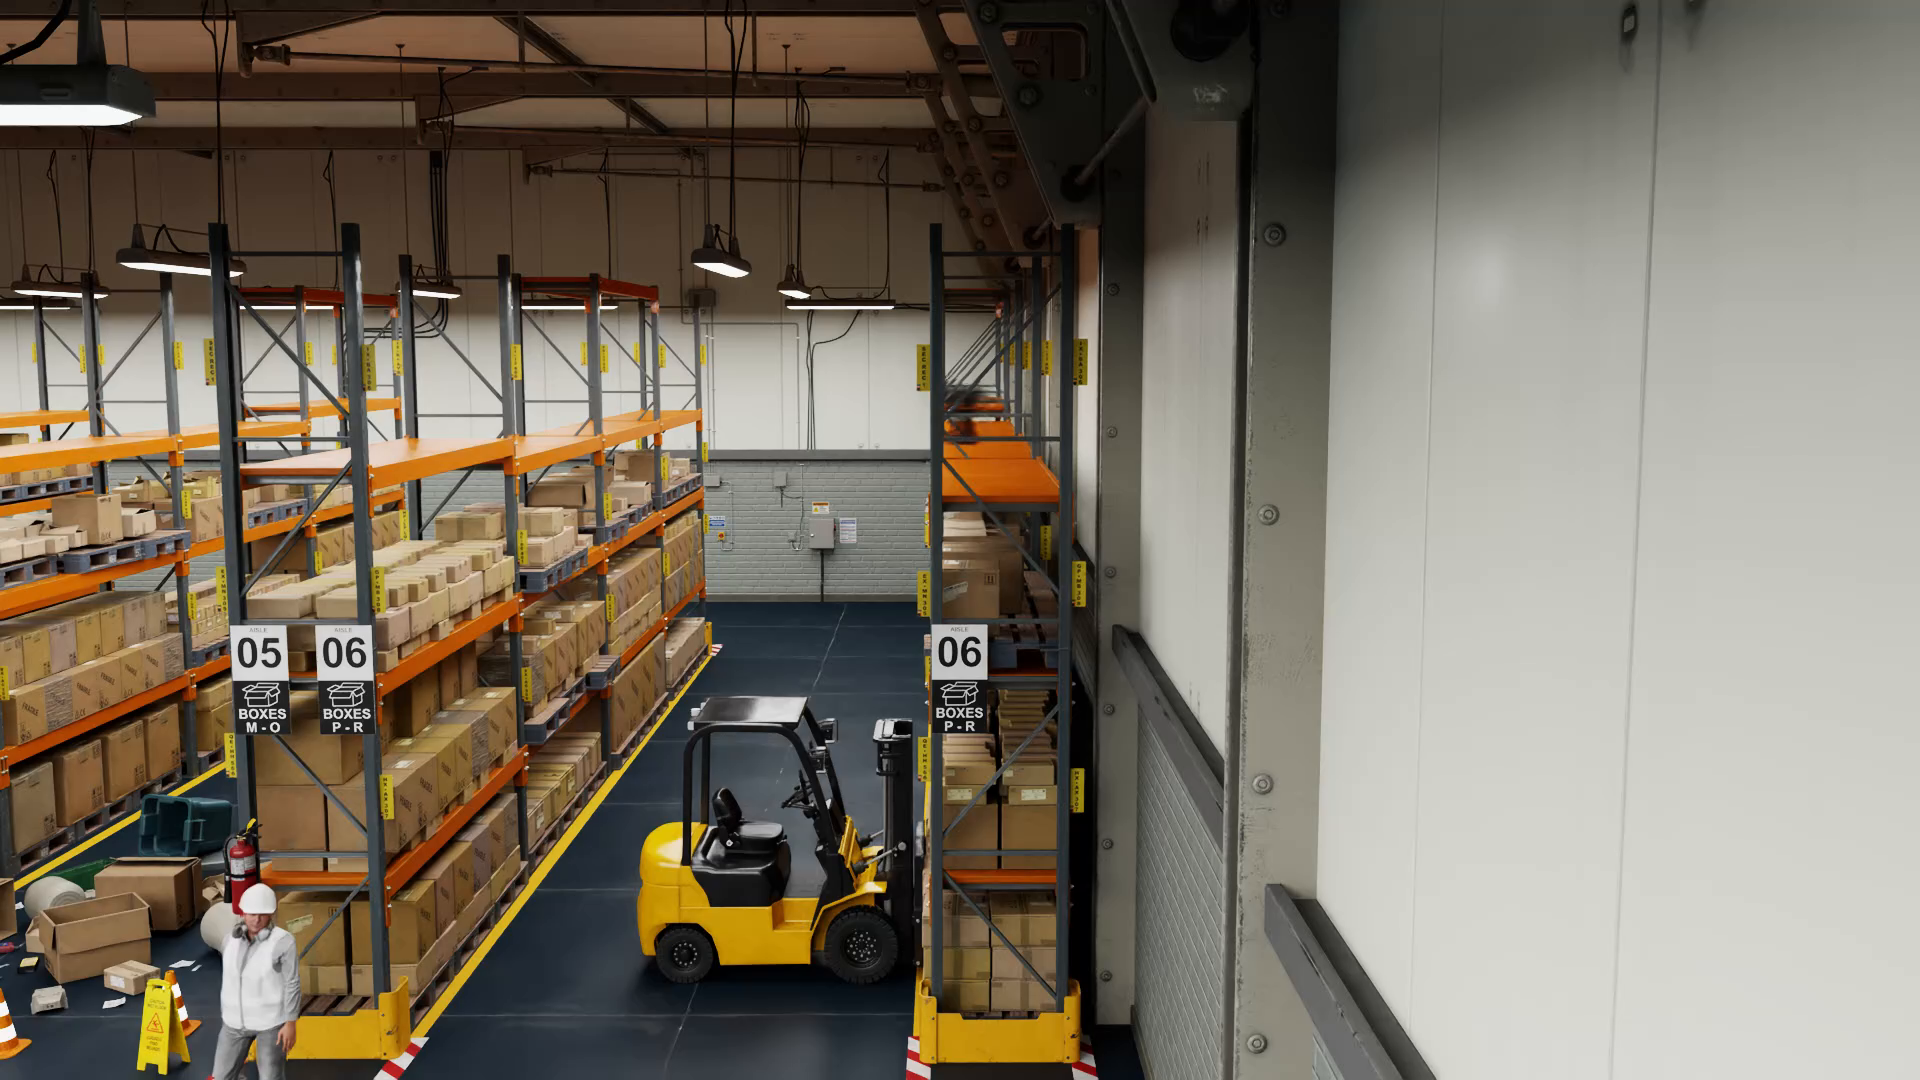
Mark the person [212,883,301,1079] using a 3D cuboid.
[{"bbox_3d":[-4.487,3.047,10.634,0.618,1.760,0.440,1,7,6],"label":"person"}]
